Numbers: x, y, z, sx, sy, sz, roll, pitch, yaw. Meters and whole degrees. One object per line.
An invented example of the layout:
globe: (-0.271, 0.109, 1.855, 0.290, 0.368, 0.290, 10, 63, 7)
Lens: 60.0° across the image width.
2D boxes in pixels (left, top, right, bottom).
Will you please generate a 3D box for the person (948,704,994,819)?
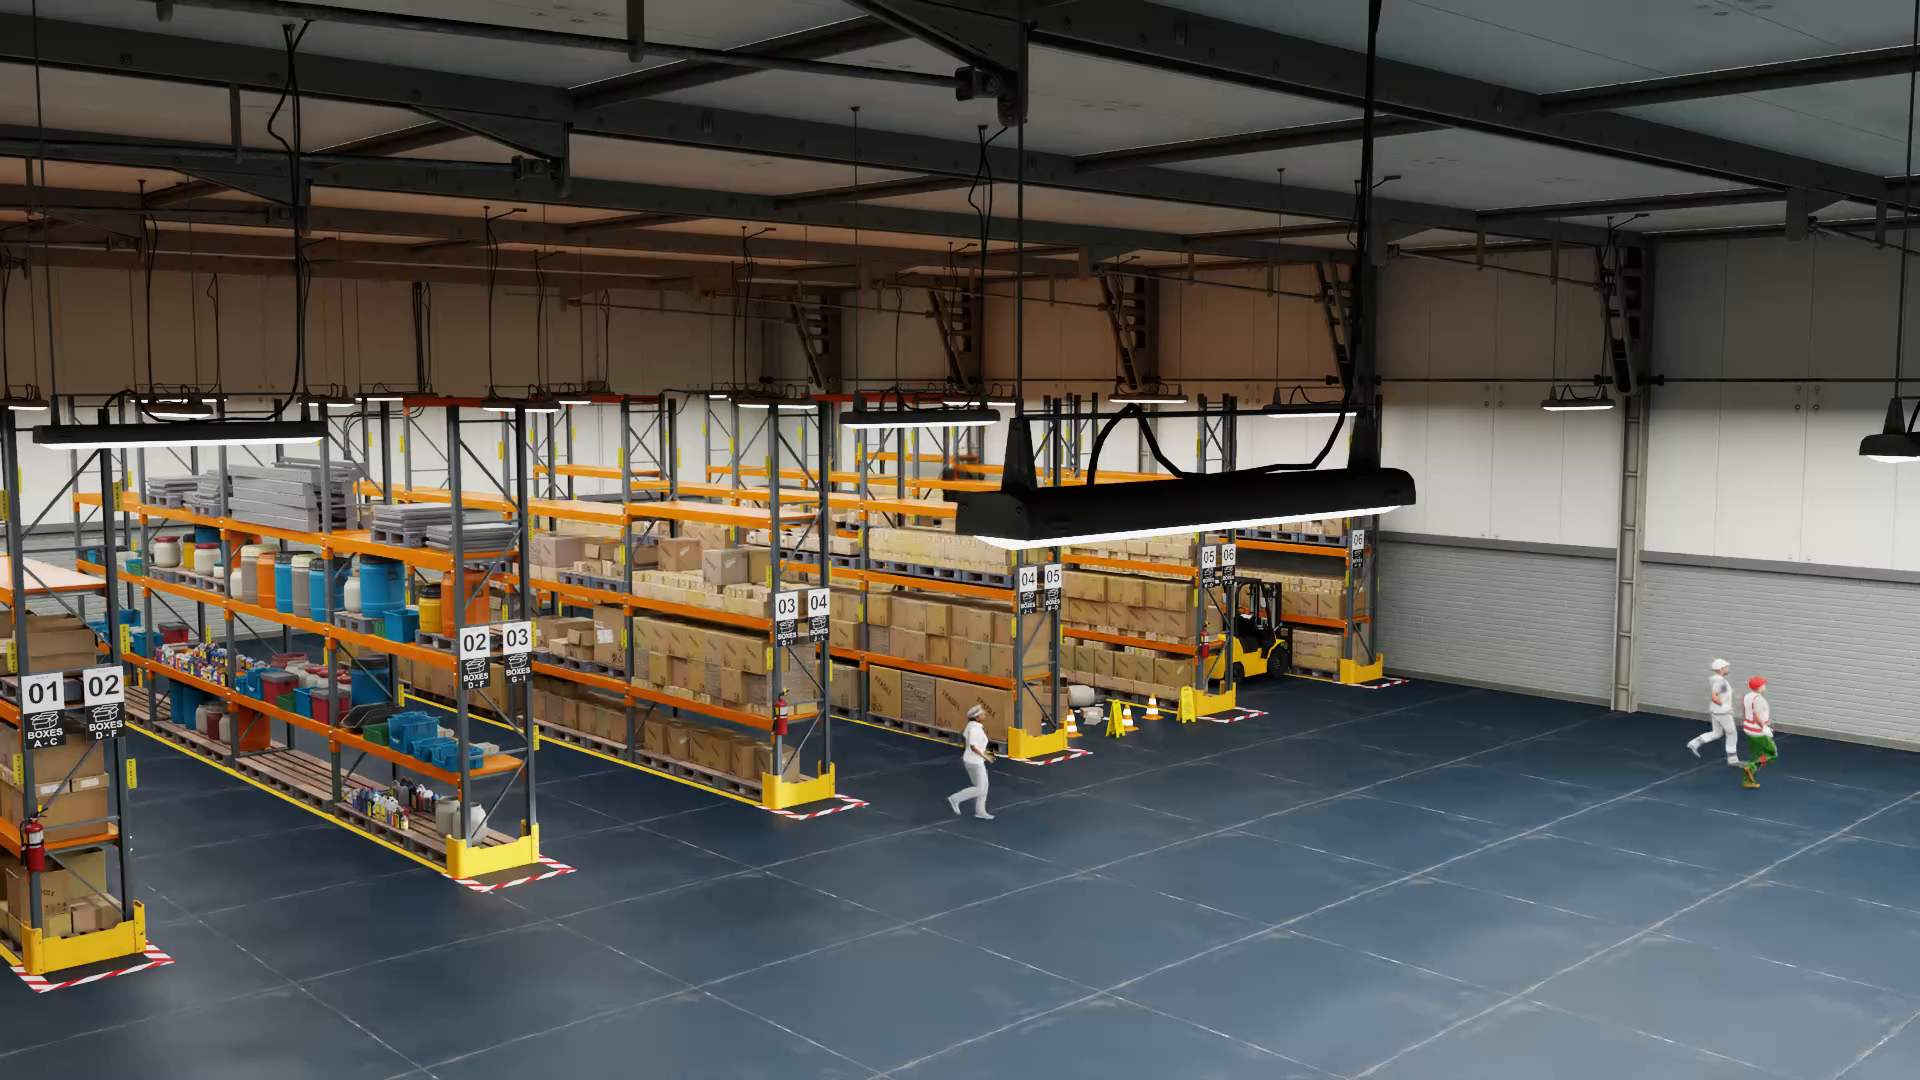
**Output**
person: (0.151, 3.201, 23.960, 0.697, 1.687, 0.583, -1, 6, -8)

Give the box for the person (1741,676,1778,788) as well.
person: (12.374, 2.975, 25.745, 0.585, 1.738, 0.658, -1, 6, -7)

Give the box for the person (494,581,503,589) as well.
person: (-10.680, 1.830, 38.197, 0.793, 1.609, 0.671, -2, 6, -17)

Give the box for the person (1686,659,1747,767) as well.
person: (12.411, 2.820, 27.190, 0.928, 1.766, 0.669, 1, 6, 11)
